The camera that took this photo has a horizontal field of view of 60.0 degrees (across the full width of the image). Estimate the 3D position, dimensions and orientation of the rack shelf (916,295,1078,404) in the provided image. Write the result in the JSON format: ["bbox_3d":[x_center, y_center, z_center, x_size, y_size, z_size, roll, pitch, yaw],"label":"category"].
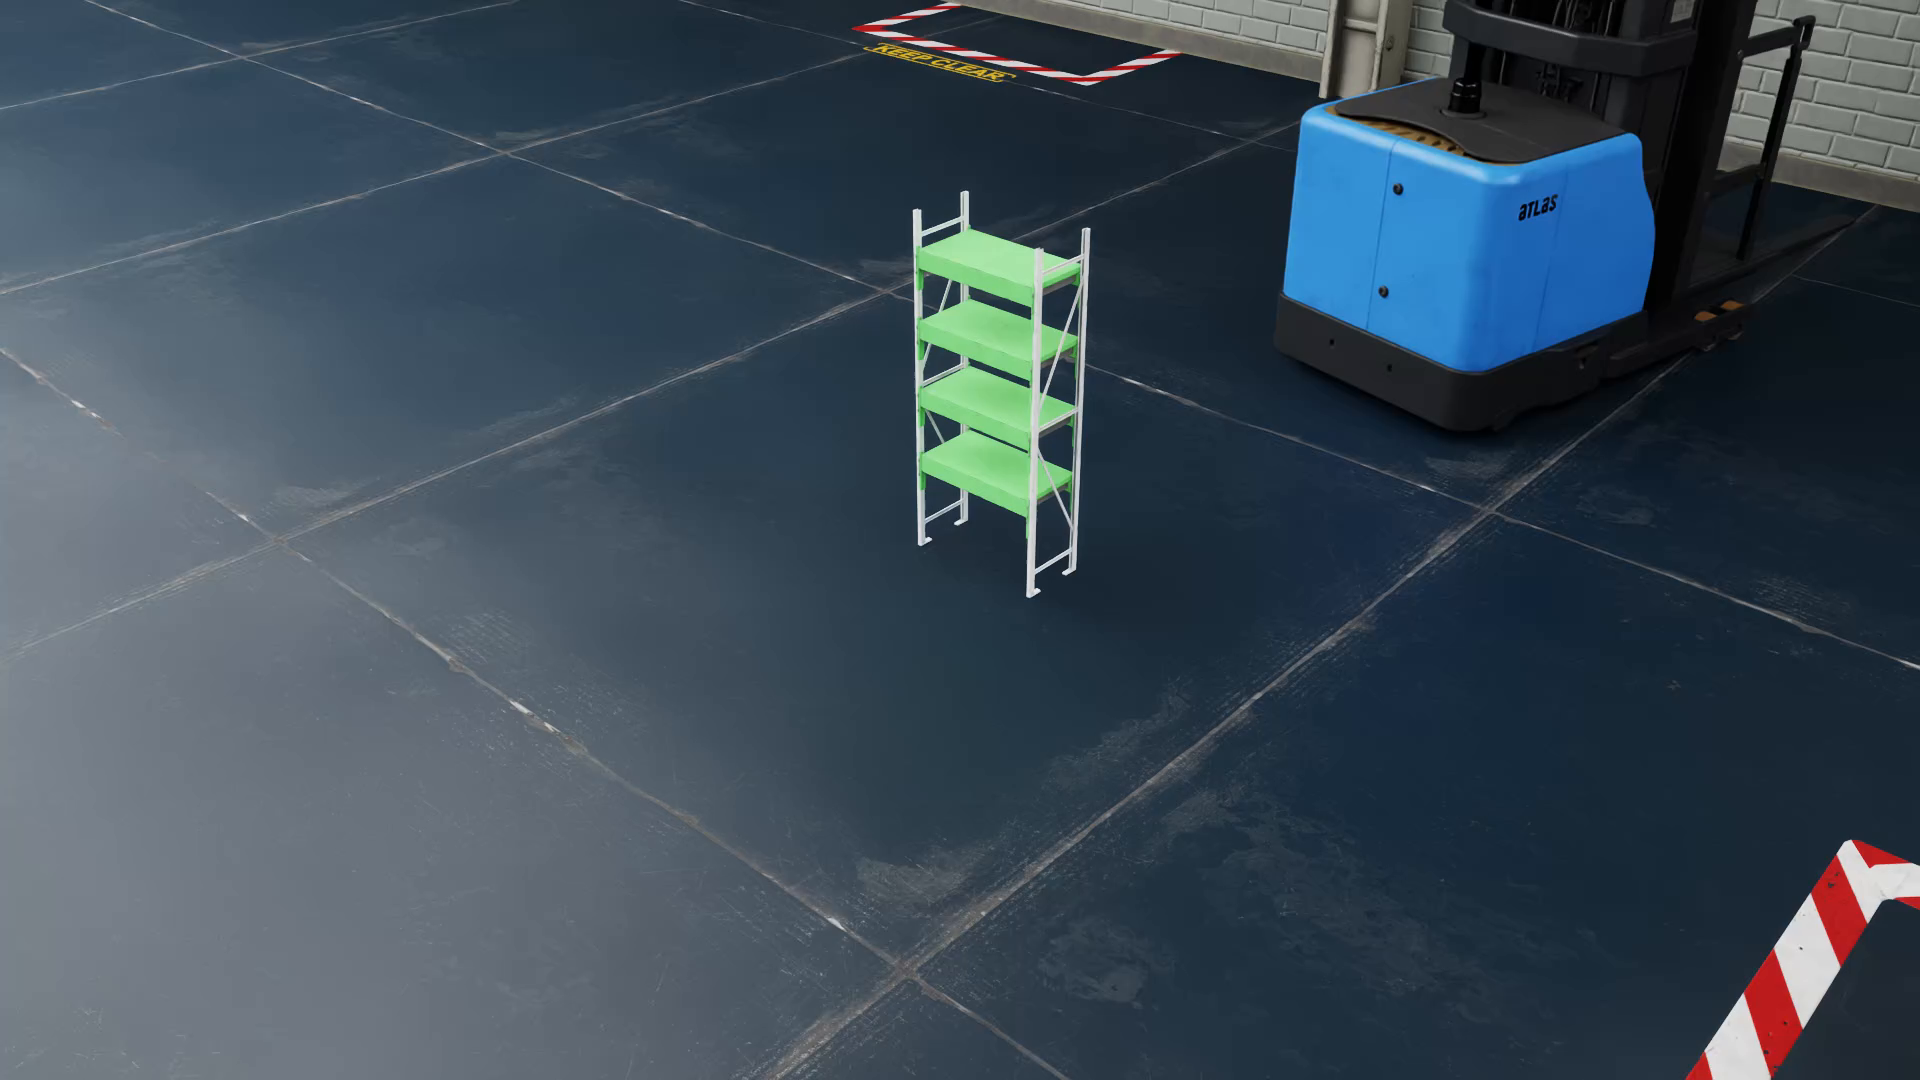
[{"bbox_3d":[0.123,-0.608,5.255,0.480,0.148,0.258,25,39,35],"label":"rack shelf"}]

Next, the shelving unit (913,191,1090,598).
[{"bbox_3d":[0.123,-0.457,5.345,0.503,1.200,0.258,25,39,35],"label":"shelving unit"}]

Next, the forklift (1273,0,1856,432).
[{"bbox_3d":[2.804,-2.260,6.662,3.031,2.935,1.130,-21,37,-30],"label":"forklift"}]

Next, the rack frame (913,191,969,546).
[{"bbox_3d":[-0.058,-0.541,5.486,0.015,1.200,0.240,25,39,35],"label":"rack frame"}]

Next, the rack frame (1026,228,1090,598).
[{"bbox_3d":[0.304,-0.372,5.205,0.015,1.200,0.240,25,39,35],"label":"rack frame"}]

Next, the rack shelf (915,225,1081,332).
[{"bbox_3d":[0.123,-0.813,5.131,0.480,0.148,0.258,25,39,35],"label":"rack shelf"}]

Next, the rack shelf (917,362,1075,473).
[{"bbox_3d":[0.123,-0.402,5.378,0.480,0.148,0.258,25,39,35],"label":"rack shelf"}]

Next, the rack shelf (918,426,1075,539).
[{"bbox_3d":[0.123,-0.196,5.502,0.480,0.148,0.258,25,39,35],"label":"rack shelf"}]

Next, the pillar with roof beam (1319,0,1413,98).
[{"bbox_3d":[-0.416,-4.950,5.247,0.400,9.000,9.100,25,39,35],"label":"pillar with roof beam"}]
